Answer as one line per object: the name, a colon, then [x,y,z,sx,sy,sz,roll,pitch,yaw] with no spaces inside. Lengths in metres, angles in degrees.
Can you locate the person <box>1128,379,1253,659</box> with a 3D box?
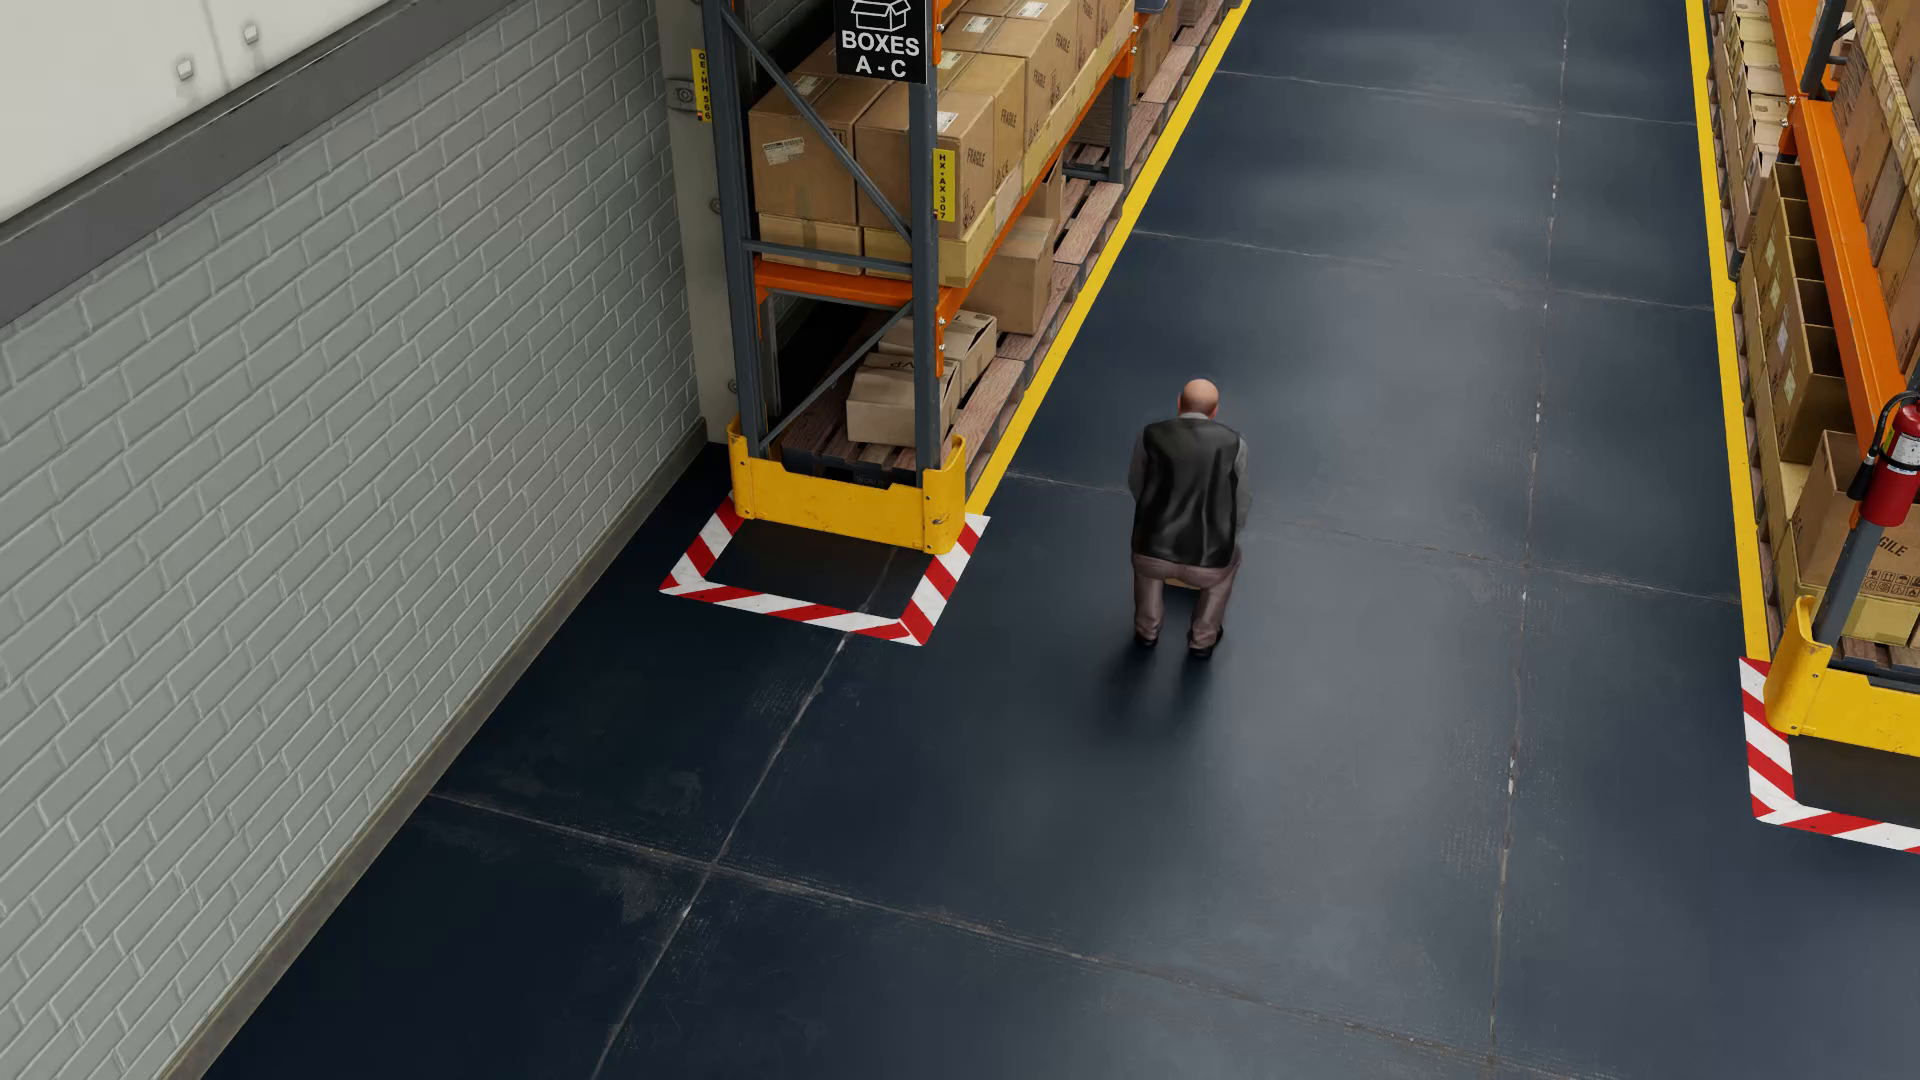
person: [0.996,-0.068,7.493,0.568,1.139,0.823,11,38,14]
